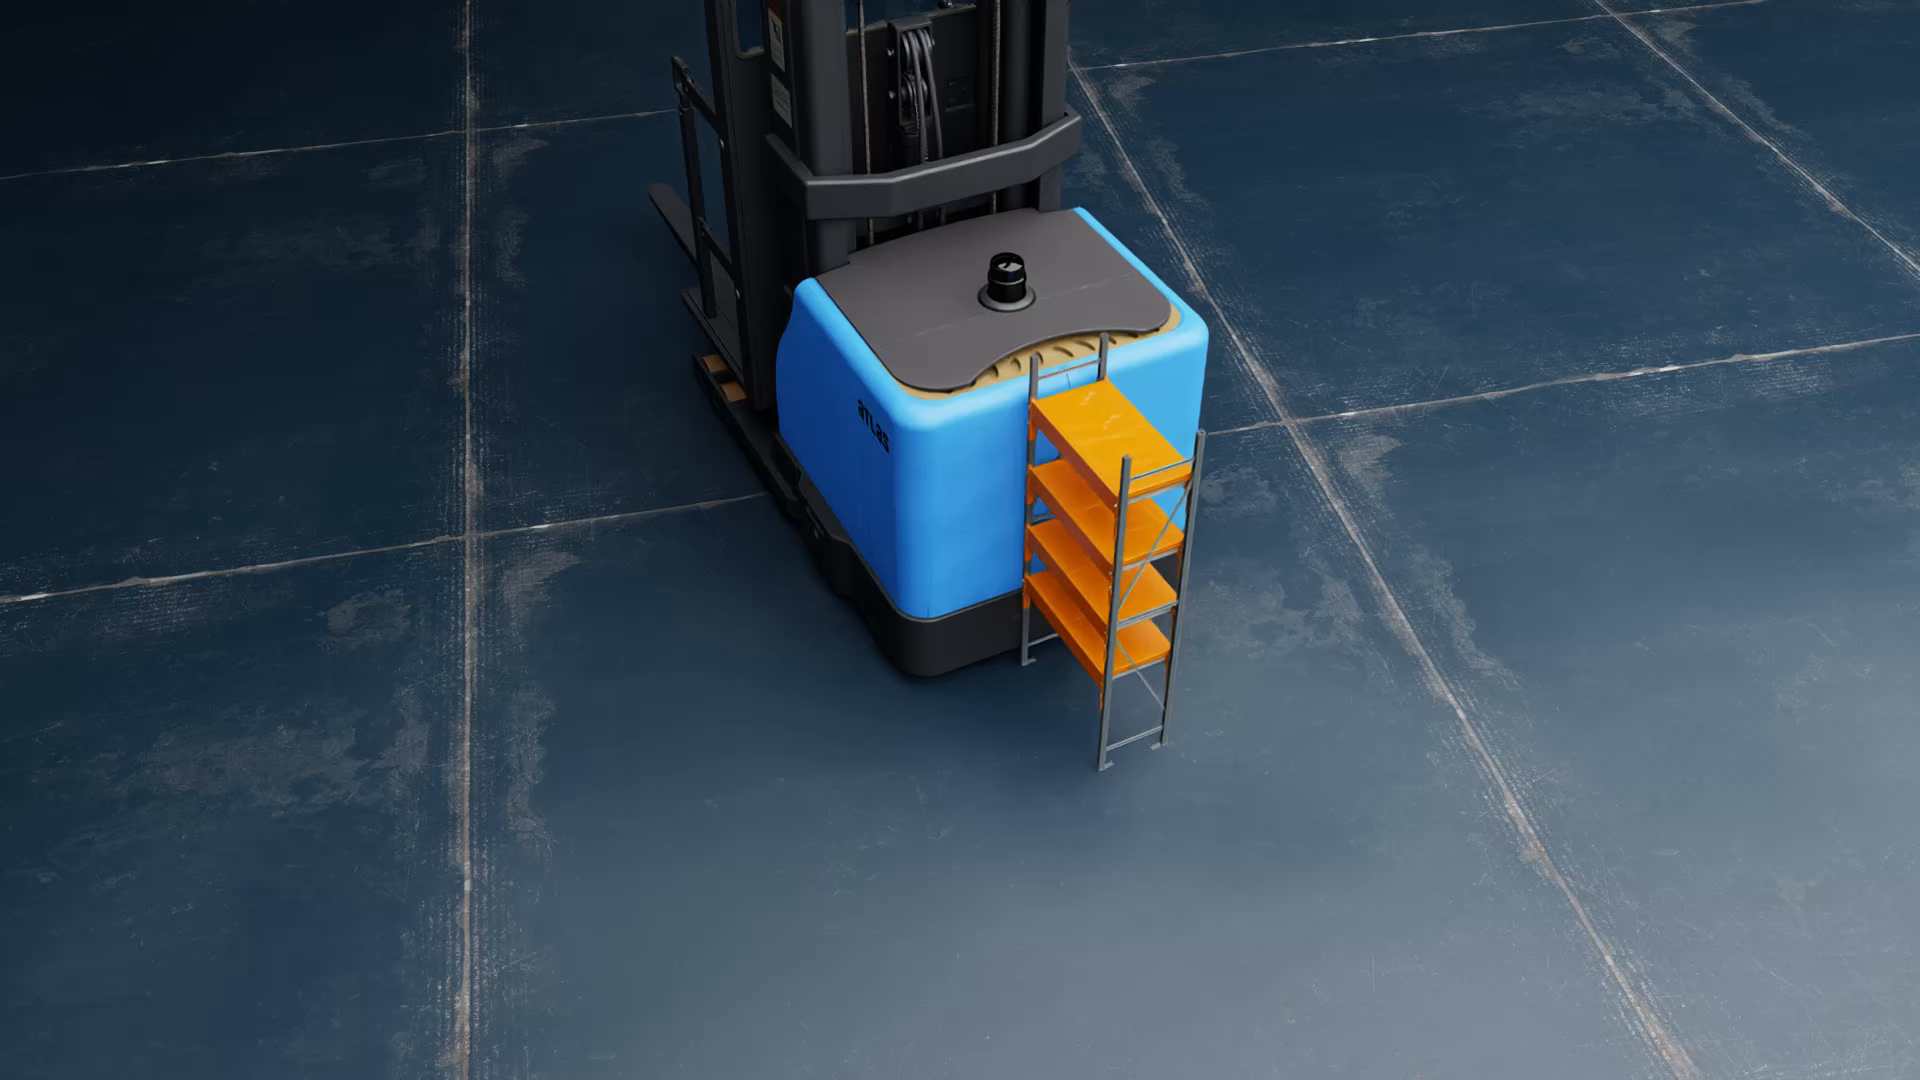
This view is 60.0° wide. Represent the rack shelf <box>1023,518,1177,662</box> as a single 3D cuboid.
[{"bbox_3d":[0.409,0.111,4.823,0.258,0.148,0.480,-18,45,-20],"label":"rack shelf"}]

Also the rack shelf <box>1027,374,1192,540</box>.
[{"bbox_3d":[0.409,-0.234,4.517,0.258,0.148,0.480,-18,45,-20],"label":"rack shelf"}]

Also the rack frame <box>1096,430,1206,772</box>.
[{"bbox_3d":[0.518,0.205,4.615,0.240,1.200,0.015,-18,45,-20],"label":"rack frame"}]

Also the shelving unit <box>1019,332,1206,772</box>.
[{"bbox_3d":[0.409,0.060,4.778,0.258,1.200,0.503,-18,45,-20],"label":"shelving unit"}]

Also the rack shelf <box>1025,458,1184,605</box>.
[{"bbox_3d":[0.409,-0.057,4.674,0.258,0.148,0.480,-18,45,-20],"label":"rack shelf"}]

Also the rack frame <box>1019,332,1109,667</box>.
[{"bbox_3d":[0.300,-0.085,4.942,0.240,1.200,0.015,-18,45,-20],"label":"rack frame"}]

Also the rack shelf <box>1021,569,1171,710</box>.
[{"bbox_3d":[0.409,0.259,4.955,0.258,0.148,0.480,-18,45,-20],"label":"rack shelf"}]

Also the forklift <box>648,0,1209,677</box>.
[{"bbox_3d":[-0.361,-1.648,5.399,1.130,2.935,3.031,-18,45,-20],"label":"forklift"}]
